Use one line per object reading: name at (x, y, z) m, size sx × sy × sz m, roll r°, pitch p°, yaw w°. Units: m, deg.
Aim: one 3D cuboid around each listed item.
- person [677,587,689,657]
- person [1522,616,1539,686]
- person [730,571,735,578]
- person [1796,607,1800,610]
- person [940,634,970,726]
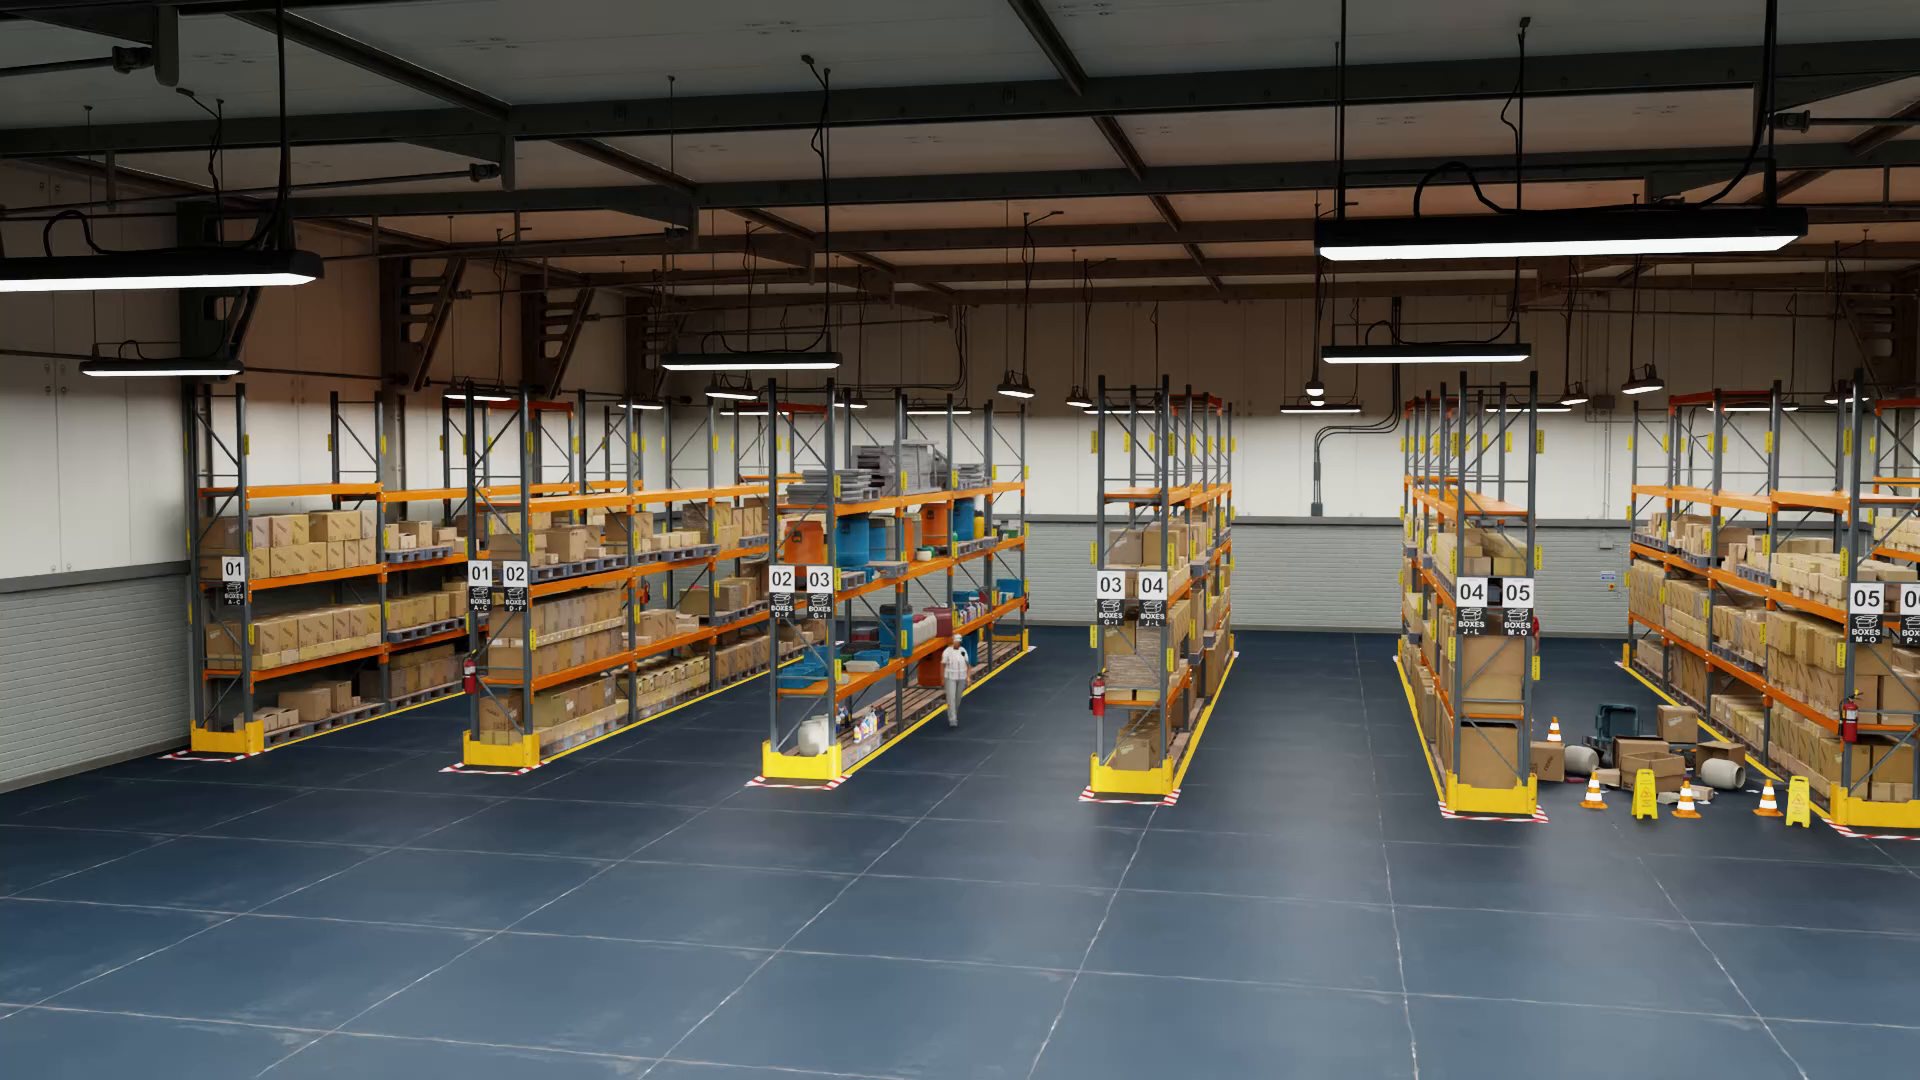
person at (-6.176, 1.937, 37.898) m, size 0.633 × 1.718 × 1.054 m, roll 1°, pitch 3°, yaw 13°
person at (11.690, 2.194, 34.365) m, size 0.577 × 1.768 × 0.410 m, roll -1°, pitch 3°, yaw -12°
person at (-6.174, 1.676, 45.156) m, size 0.422 × 1.464 × 0.717 m, roll -3°, pitch 4°, yaw -42°
person at (17.222, 2.160, 34.200) m, size 0.577 × 1.788 × 0.580 m, roll 0°, pitch 3°, yaw -8°
person at (-0.066, 2.483, 29.622) m, size 0.532 × 1.623 × 0.891 m, roll -2°, pitch 4°, yaw -25°
